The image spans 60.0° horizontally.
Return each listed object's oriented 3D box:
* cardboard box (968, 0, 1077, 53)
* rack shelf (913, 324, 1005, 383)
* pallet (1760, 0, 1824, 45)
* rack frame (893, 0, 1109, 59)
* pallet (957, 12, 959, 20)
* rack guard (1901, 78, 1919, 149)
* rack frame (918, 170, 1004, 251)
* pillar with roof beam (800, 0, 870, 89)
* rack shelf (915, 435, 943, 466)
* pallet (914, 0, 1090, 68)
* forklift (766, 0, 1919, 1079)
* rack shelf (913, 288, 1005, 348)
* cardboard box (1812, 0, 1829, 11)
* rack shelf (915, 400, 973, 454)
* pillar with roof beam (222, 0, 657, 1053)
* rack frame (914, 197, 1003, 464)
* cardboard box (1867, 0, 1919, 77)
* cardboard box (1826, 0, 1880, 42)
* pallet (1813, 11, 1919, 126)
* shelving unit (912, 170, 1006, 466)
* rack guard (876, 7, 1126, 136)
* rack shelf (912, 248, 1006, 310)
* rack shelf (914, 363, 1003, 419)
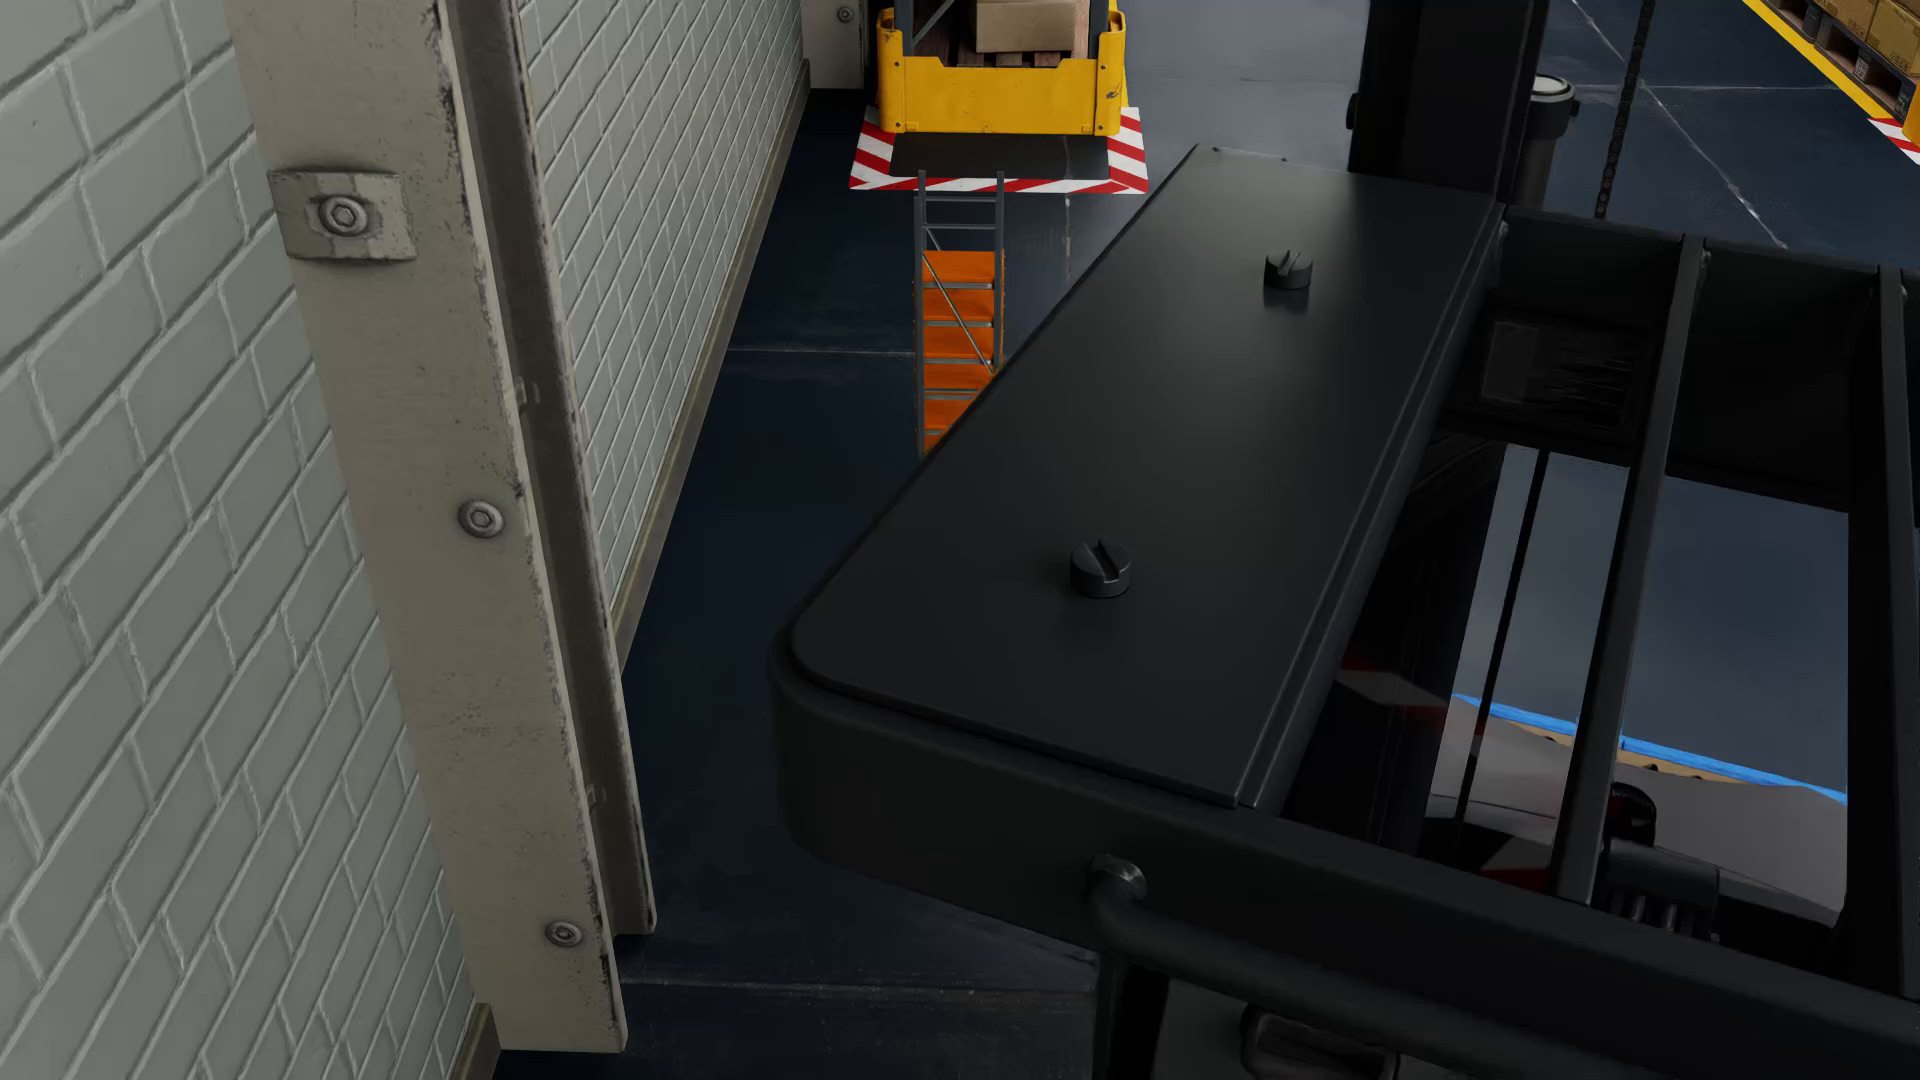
[{"bbox_3d":[0.310,-2.720,8.467,0.500,0.311,0.500,-2,35,-3],"label":"cardboard box"},{"bbox_3d":[-0.001,-0.544,4.850,0.258,0.103,0.180,1,35,2],"label":"rack shelf"},{"bbox_3d":[5.183,-3.131,9.521,1.003,0.211,1.213,1,35,2],"label":"pallet"},{"bbox_3d":[0.192,-3.245,7.258,1.000,3.000,0.127,1,35,2],"label":"rack frame"},{"bbox_3d":[0.315,-3.312,9.780,1.003,0.211,1.213,1,35,2],"label":"pallet"},{"bbox_3d":[5.141,-2.096,7.797,1.175,0.500,0.348,1,35,2],"label":"rack guard"},{"bbox_3d":[0.003,-0.535,4.968,0.240,1.200,0.006,1,35,2],"label":"rack frame"},{"bbox_3d":[3.658,-6.022,5.992,9.100,9.000,0.400,1,35,2],"label":"pillar with roof beam"},{"bbox_3d":[-0.001,-0.250,5.057,0.258,0.103,0.180,1,35,2],"label":"rack shelf"},{"bbox_3d":[0.263,-2.613,8.785,1.003,0.211,1.213,1,35,2],"label":"pallet"},{"bbox_3d":[0.568,0.792,1.575,1.130,2.935,3.031,14,38,19],"label":"forklift"},{"bbox_3d":[-0.001,-0.643,4.781,0.258,0.103,0.180,1,35,2],"label":"rack shelf"},{"bbox_3d":[4.895,-3.069,9.034,0.500,0.250,0.500,1,35,2],"label":"cardboard box"},{"bbox_3d":[-0.001,-0.348,4.988,0.258,0.103,0.180,1,35,2],"label":"rack shelf"},{"bbox_3d":[3.417,-2.575,1.087,9.100,9.000,0.400,1,35,2],"label":"pillar with roof beam"},{"bbox_3d":[-0.004,-0.430,4.818,0.240,1.200,0.006,1,35,2],"label":"rack frame"},{"bbox_3d":[4.869,-2.494,8.216,0.500,0.250,0.500,1,35,2],"label":"cardboard box"},{"bbox_3d":[4.877,-2.782,8.625,0.500,0.250,0.500,1,35,2],"label":"cardboard box"},{"bbox_3d":[5.131,-2.432,8.527,1.003,0.211,1.213,1,35,2],"label":"pallet"},{"bbox_3d":[-0.001,-0.483,4.893,0.258,1.200,0.189,1,35,2],"label":"shelving unit"},{"bbox_3d":[0.195,-2.266,8.039,1.175,0.500,0.348,1,35,2],"label":"rack guard"},{"bbox_3d":[-0.001,-0.741,4.712,0.258,0.103,0.180,1,35,2],"label":"rack shelf"},{"bbox_3d":[-0.001,-0.446,4.919,0.258,0.103,0.180,1,35,2],"label":"rack shelf"}]
